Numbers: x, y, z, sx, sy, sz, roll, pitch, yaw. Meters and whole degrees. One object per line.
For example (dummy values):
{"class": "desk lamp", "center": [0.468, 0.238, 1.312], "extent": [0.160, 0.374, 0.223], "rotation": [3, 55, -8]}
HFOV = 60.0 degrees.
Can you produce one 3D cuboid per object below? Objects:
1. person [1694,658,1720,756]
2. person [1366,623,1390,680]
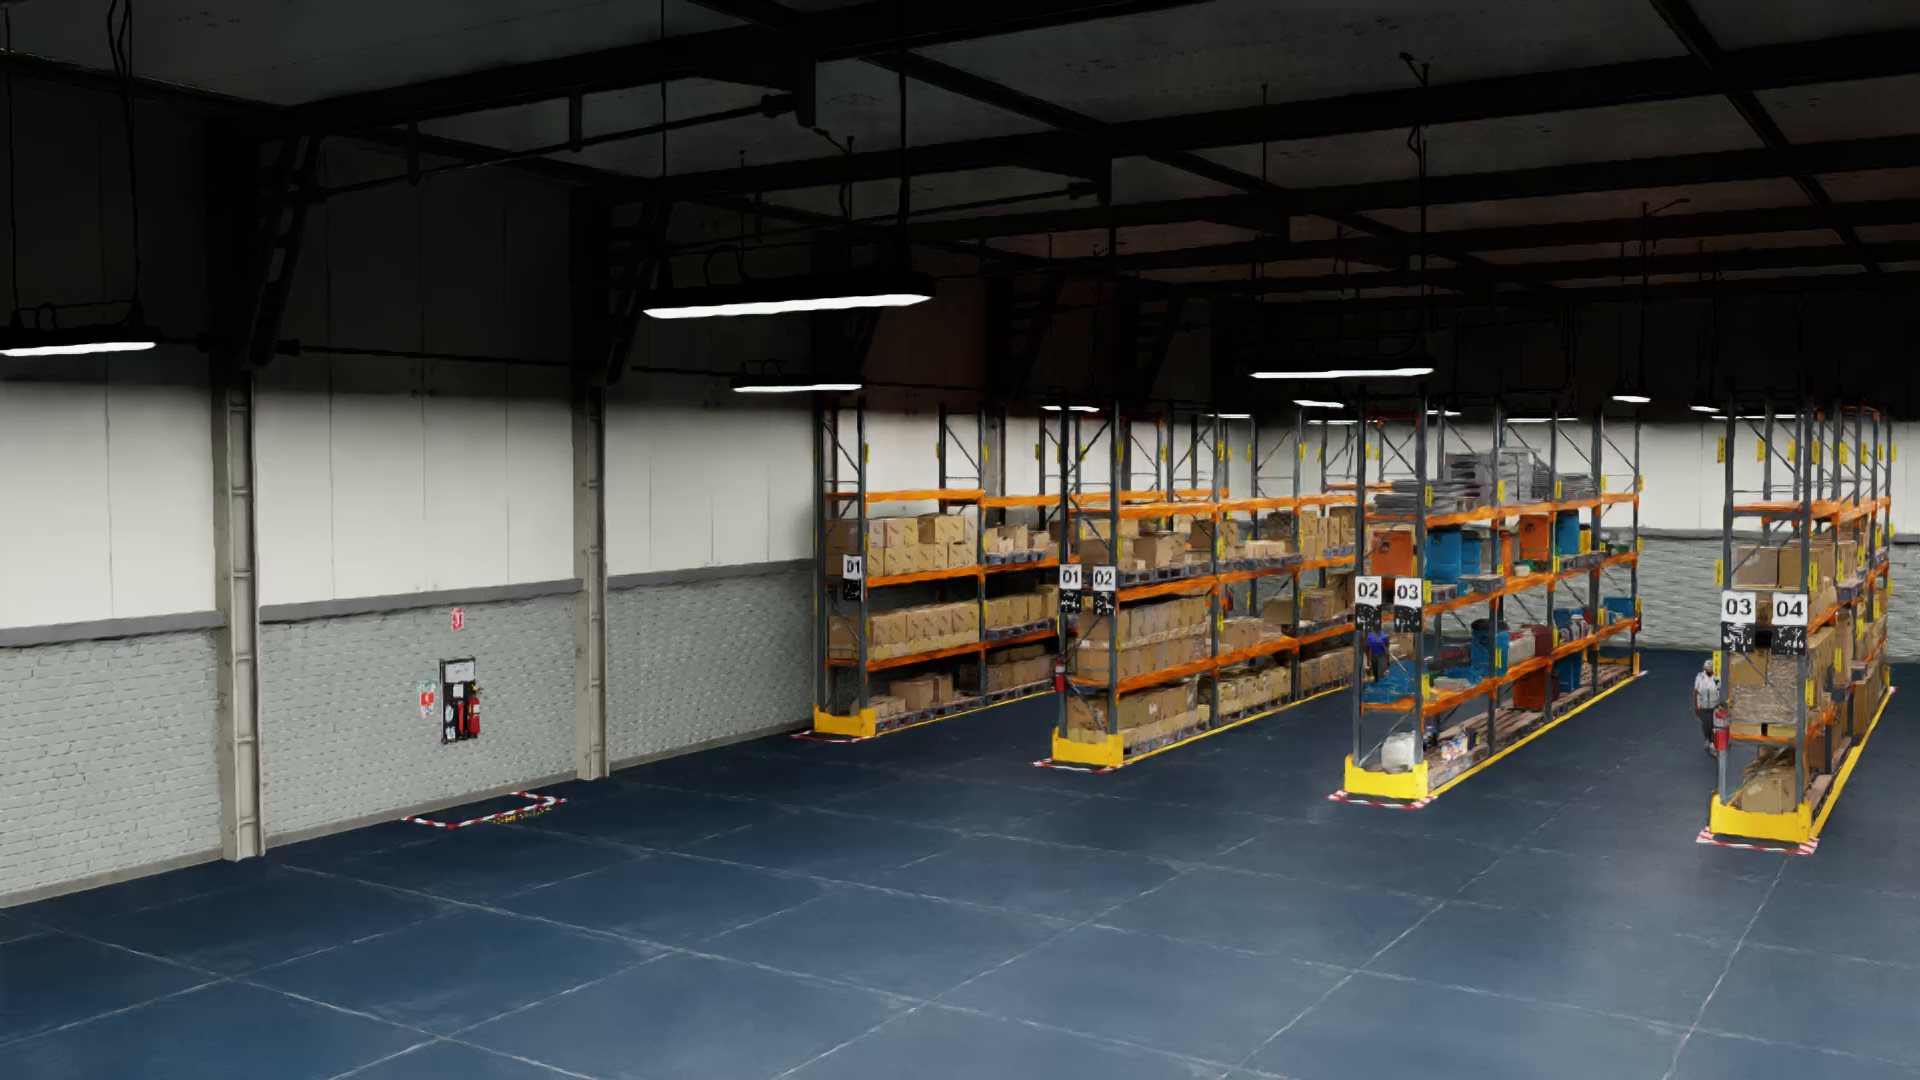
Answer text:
{"class": "person", "center": [12.467, 2.745, 27.656], "extent": [0.497, 1.583, 1.090], "rotation": [2, 4, 35]}
{"class": "person", "center": [8.546, 2.415, 34.070], "extent": [0.450, 1.558, 1.080], "rotation": [2, 3, 30]}
